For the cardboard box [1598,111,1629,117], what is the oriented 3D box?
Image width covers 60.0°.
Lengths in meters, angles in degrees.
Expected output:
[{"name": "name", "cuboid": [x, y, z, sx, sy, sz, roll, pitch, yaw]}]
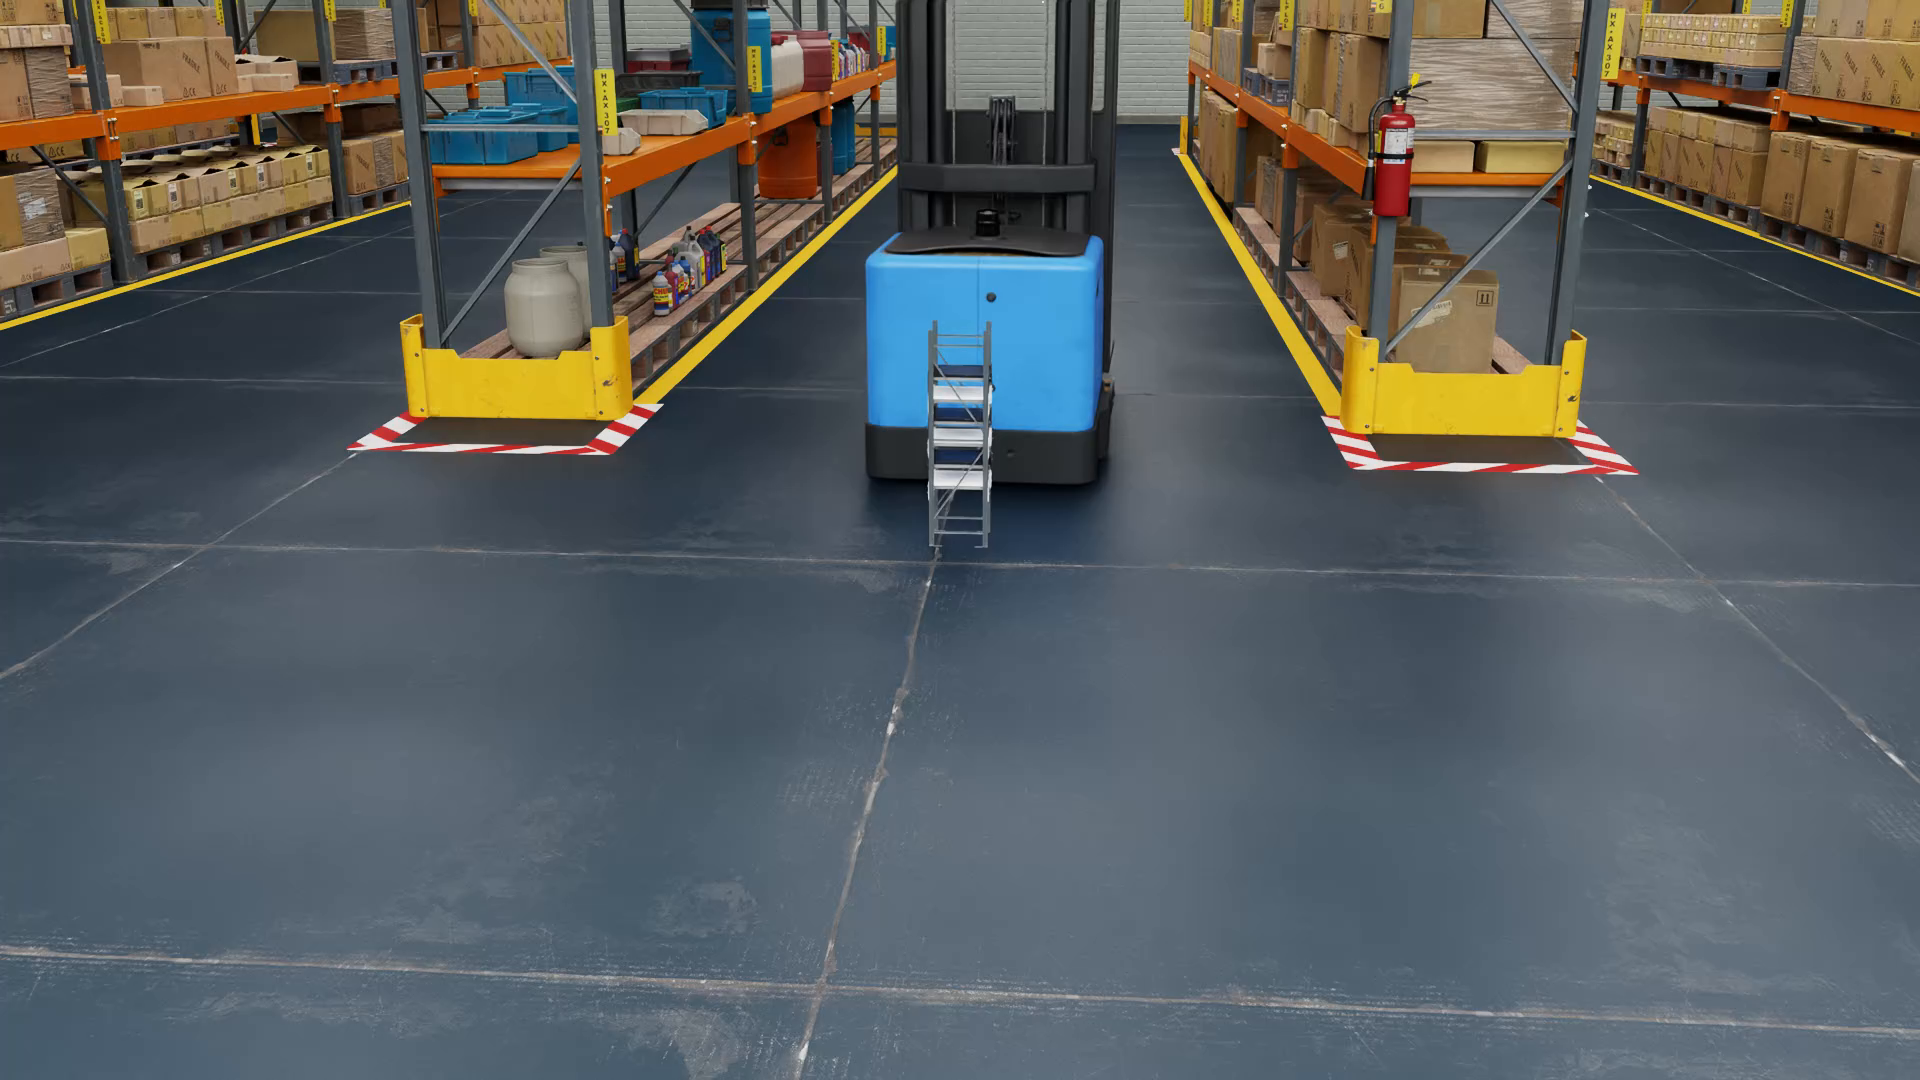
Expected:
[{"name": "cardboard box", "cuboid": [8.822, -5.701, 22.453, 0.380, 0.149, 0.250, 2, 18, 5]}]

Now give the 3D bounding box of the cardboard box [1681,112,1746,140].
[{"name": "cardboard box", "cuboid": [8.002, -4.399, 17.666, 0.500, 0.250, 0.500, 2, 18, 6]}]

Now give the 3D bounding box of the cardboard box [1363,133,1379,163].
[{"name": "cardboard box", "cuboid": [2.395, -2.123, 8.990, 0.380, 0.149, 0.250, 1, 18, 4]}]

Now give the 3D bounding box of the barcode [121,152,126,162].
[{"name": "barcode", "cuboid": [-6.565, -3.005, 13.043, 0.001, 0.075, 0.075, 1, 18, 4]}]

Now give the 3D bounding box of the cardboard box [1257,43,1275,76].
[{"name": "cardboard box", "cuboid": [2.819, -4.091, 14.157, 0.500, 0.250, 0.500, 1, 18, 2]}]

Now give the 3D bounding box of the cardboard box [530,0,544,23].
[{"name": "cardboard box", "cuboid": [-5.964, -7.245, 22.450, 0.500, 0.500, 0.500, 2, 18, 5]}]

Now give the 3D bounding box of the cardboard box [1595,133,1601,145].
[{"name": "cardboard box", "cuboid": [8.263, -5.075, 21.021, 0.380, 0.149, 0.250, 0, 18, 1]}]

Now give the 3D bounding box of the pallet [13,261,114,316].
[{"name": "pallet", "cuboid": [-7.097, -1.887, 12.342, 1.003, 0.211, 1.213, 1, 18, 4]}]

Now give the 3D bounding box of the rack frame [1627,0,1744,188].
[{"name": "rack frame", "cuboid": [8.395, -5.578, 19.129, 1.000, 3.000, 0.127, 1, 18, 4]}]

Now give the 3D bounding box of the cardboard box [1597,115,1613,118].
[{"name": "cardboard box", "cuboid": [8.296, -5.464, 21.731, 0.380, 0.149, 0.250, 2, 18, 6]}]

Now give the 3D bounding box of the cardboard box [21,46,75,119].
[{"name": "cardboard box", "cuboid": [-7.024, -3.367, 12.222, 0.700, 0.500, 0.500, 1, 18, 2]}]

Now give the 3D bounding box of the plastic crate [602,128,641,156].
[{"name": "plastic crate", "cuboid": [-1.960, -2.249, 9.394, 0.298, 0.136, 0.250, 1, 18, 4]}]

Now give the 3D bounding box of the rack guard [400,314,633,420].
[{"name": "rack guard", "cuboid": [-2.387, -0.941, 8.991, 1.175, 0.500, 0.348, 1, 18, 4]}]

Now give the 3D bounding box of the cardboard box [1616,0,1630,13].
[{"name": "cardboard box", "cuboid": [8.191, -6.555, 19.866, 0.500, 0.500, 0.500, 1, 18, 2]}]

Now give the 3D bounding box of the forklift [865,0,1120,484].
[{"name": "forklift", "cuboid": [0.260, -2.056, 8.492, 1.130, 2.935, 3.031, 2, 18, 7]}]

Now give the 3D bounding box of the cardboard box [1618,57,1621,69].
[{"name": "cardboard box", "cuboid": [8.204, -5.881, 20.458, 0.380, 0.149, 0.250, 1, 18, 2]}]

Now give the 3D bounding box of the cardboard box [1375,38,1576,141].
[{"name": "cardboard box", "cuboid": [2.662, -2.352, 8.646, 0.875, 0.500, 0.500, 1, 18, 4]}]

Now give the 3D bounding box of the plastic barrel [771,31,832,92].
[{"name": "plastic barrel", "cuboid": [-1.503, -4.502, 15.627, 0.600, 0.536, 0.708, 1, 18, 4]}]

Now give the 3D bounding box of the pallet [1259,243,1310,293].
[{"name": "pallet", "cuboid": [2.936, -2.152, 13.152, 1.003, 0.211, 1.213, 1, 18, 4]}]

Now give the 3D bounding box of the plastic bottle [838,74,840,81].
[{"name": "plastic bottle", "cuboid": [-1.316, -4.977, 17.501, 0.097, 0.271, 0.097, 0, 18, 0]}]

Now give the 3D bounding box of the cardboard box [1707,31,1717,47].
[{"name": "cardboard box", "cuboid": [7.762, -5.041, 16.740, 0.380, 0.149, 0.250, 1, 18, 4]}]

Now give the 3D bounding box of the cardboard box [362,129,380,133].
[{"name": "cardboard box", "cuboid": [-6.810, -4.341, 18.662, 0.500, 0.500, 0.500, 1, 18, 2]}]

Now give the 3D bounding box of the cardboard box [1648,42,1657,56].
[{"name": "cardboard box", "cuboid": [7.894, -5.460, 18.498, 0.380, 0.149, 0.250, 2, 18, 5]}]

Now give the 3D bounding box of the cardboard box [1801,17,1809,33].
[{"name": "cardboard box", "cuboid": [8.374, -4.997, 16.131, 0.380, 0.149, 0.250, 1, 18, 4]}]

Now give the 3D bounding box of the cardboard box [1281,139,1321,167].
[{"name": "cardboard box", "cuboid": [3.123, -3.482, 14.835, 0.500, 0.250, 0.500, 3, 18, 10]}]

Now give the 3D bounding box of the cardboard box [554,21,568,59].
[{"name": "cardboard box", "cuboid": [-5.899, -7.087, 23.574, 0.500, 0.500, 0.500, 2, 18, 6]}]

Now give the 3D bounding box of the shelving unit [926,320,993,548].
[{"name": "shelving unit", "cuboid": [0.001, -0.430, 6.791, 0.258, 0.900, 0.210, 1, 18, 4]}]

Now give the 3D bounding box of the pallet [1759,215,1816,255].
[{"name": "pallet", "cuboid": [7.977, -2.767, 15.030, 1.003, 0.211, 1.213, 1, 18, 4]}]

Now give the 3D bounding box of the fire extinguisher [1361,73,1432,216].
[{"name": "fire extinguisher", "cuboid": [2.127, -1.931, 8.124, 0.296, 0.674, 0.183, 1, 18, 4]}]

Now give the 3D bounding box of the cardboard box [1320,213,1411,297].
[{"name": "cardboard box", "cuboid": [2.780, -1.946, 11.384, 0.500, 0.500, 0.500, 7, 20, 21]}]

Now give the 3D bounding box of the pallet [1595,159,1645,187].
[{"name": "pallet", "cuboid": [8.408, -4.462, 20.202, 1.003, 0.211, 1.213, 1, 18, 4]}]

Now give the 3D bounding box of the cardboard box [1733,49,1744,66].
[{"name": "cardboard box", "cuboid": [7.705, -4.657, 16.046, 0.380, 0.149, 0.250, 1, 18, 4]}]

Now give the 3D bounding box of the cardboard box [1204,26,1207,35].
[{"name": "cardboard box", "cuboid": [3.262, -6.451, 20.352, 0.500, 0.500, 0.500, 1, 18, 4]}]

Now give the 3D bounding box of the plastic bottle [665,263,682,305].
[{"name": "plastic bottle", "cuboid": [-1.880, -1.679, 10.905, 0.097, 0.271, 0.097, 0, 18, 0]}]

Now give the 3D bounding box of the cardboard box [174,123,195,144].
[{"name": "cardboard box", "cuboid": [-11.101, -5.775, 23.069, 0.700, 0.500, 0.500, 1, 18, 2]}]

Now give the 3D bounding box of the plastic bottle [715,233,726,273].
[{"name": "plastic bottle", "cuboid": [-1.764, -2.108, 12.194, 0.061, 0.283, 0.133, 2, 18, 7]}]

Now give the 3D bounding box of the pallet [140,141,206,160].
[{"name": "pallet", "cuboid": [-11.149, -5.341, 22.884, 1.003, 0.211, 1.213, 1, 18, 4]}]

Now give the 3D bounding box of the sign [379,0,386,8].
[{"name": "sign", "cuboid": [-6.967, -6.364, 20.136, 0.100, 0.325, 0.005, 1, 18, 4]}]

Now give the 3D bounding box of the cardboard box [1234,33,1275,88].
[{"name": "cardboard box", "cuboid": [2.957, -4.684, 16.241, 0.500, 0.500, 0.500, 2, 18, 6]}]

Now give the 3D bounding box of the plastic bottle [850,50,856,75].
[{"name": "plastic bottle", "cuboid": [-1.253, -5.372, 18.700, 0.152, 0.276, 0.135, 1, 18, 4]}]

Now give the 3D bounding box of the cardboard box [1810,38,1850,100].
[{"name": "cardboard box", "cuboid": [7.774, -4.092, 14.433, 0.500, 0.500, 0.500, 1, 18, 3]}]

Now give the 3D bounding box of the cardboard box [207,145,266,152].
[{"name": "cardboard box", "cuboid": [-7.042, -3.703, 16.249, 0.500, 0.311, 0.500, 2, 18, 6]}]

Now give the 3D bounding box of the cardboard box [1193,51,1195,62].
[{"name": "cardboard box", "cuboid": [3.335, -6.500, 22.346, 0.380, 0.149, 0.250, 1, 18, 3]}]

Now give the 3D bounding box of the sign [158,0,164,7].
[{"name": "sign", "cuboid": [-11.633, -7.758, 24.263, 0.100, 0.325, 0.005, 1, 18, 4]}]

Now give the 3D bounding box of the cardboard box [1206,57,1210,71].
[{"name": "cardboard box", "cuboid": [3.151, -5.703, 19.913, 0.380, 0.149, 0.250, 1, 18, 4]}]

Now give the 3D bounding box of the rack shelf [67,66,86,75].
[{"name": "rack shelf", "cuboid": [-11.510, -5.089, 18.792, 1.077, 0.370, 4.000, 1, 18, 4]}]

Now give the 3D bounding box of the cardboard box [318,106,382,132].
[{"name": "cardboard box", "cuboid": [-6.810, -4.709, 18.580, 0.500, 0.250, 0.500, 1, 18, 3]}]

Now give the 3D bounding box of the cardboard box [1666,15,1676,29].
[{"name": "cardboard box", "cuboid": [7.853, -5.585, 17.924, 0.380, 0.149, 0.250, 1, 18, 3]}]

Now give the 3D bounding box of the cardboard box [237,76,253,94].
[{"name": "cardboard box", "cuboid": [-6.747, -4.183, 15.277, 0.380, 0.149, 0.250, 3, 18, 8]}]

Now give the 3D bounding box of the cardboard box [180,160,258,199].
[{"name": "cardboard box", "cuboid": [-6.612, -3.218, 14.766, 0.500, 0.311, 0.500, 2, 18, 5]}]

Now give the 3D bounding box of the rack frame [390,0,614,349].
[{"name": "rack frame", "cuboid": [-2.345, -2.104, 8.526, 1.000, 3.000, 0.127, 1, 18, 4]}]
